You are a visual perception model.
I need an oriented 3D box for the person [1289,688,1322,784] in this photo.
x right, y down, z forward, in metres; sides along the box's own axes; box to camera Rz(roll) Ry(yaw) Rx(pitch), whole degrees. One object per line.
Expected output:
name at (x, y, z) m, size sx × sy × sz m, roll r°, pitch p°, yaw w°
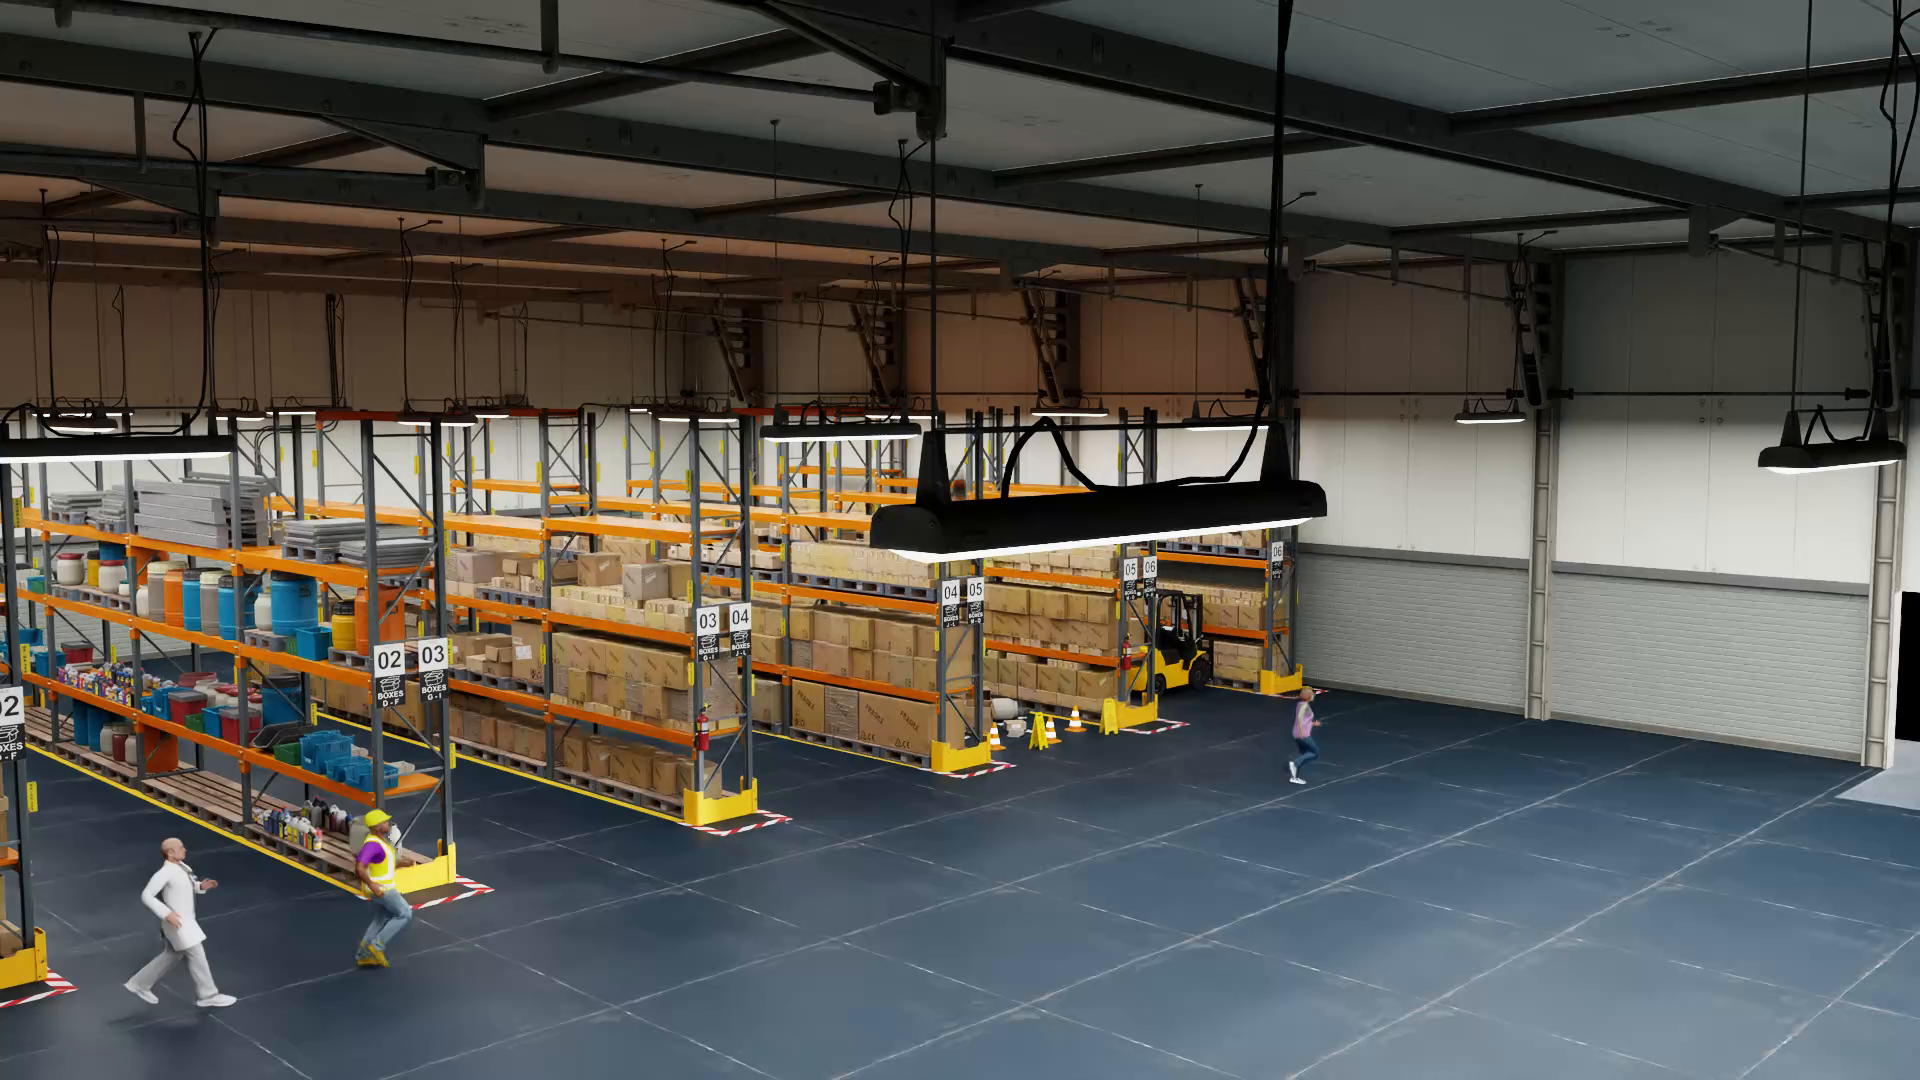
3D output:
person at (5.596, 3.176, 26.931) m, size 0.558 × 1.551 × 0.530 m, roll 0°, pitch 5°, yaw -5°

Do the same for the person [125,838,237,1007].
person at (-7.994, 3.910, 16.988) m, size 1.065 × 1.762 × 0.704 m, roll -2°, pitch 5°, yaw -17°

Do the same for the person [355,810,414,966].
person at (-6.340, 3.825, 18.324) m, size 0.650 × 1.728 × 0.686 m, roll -2°, pitch 5°, yaw -23°
